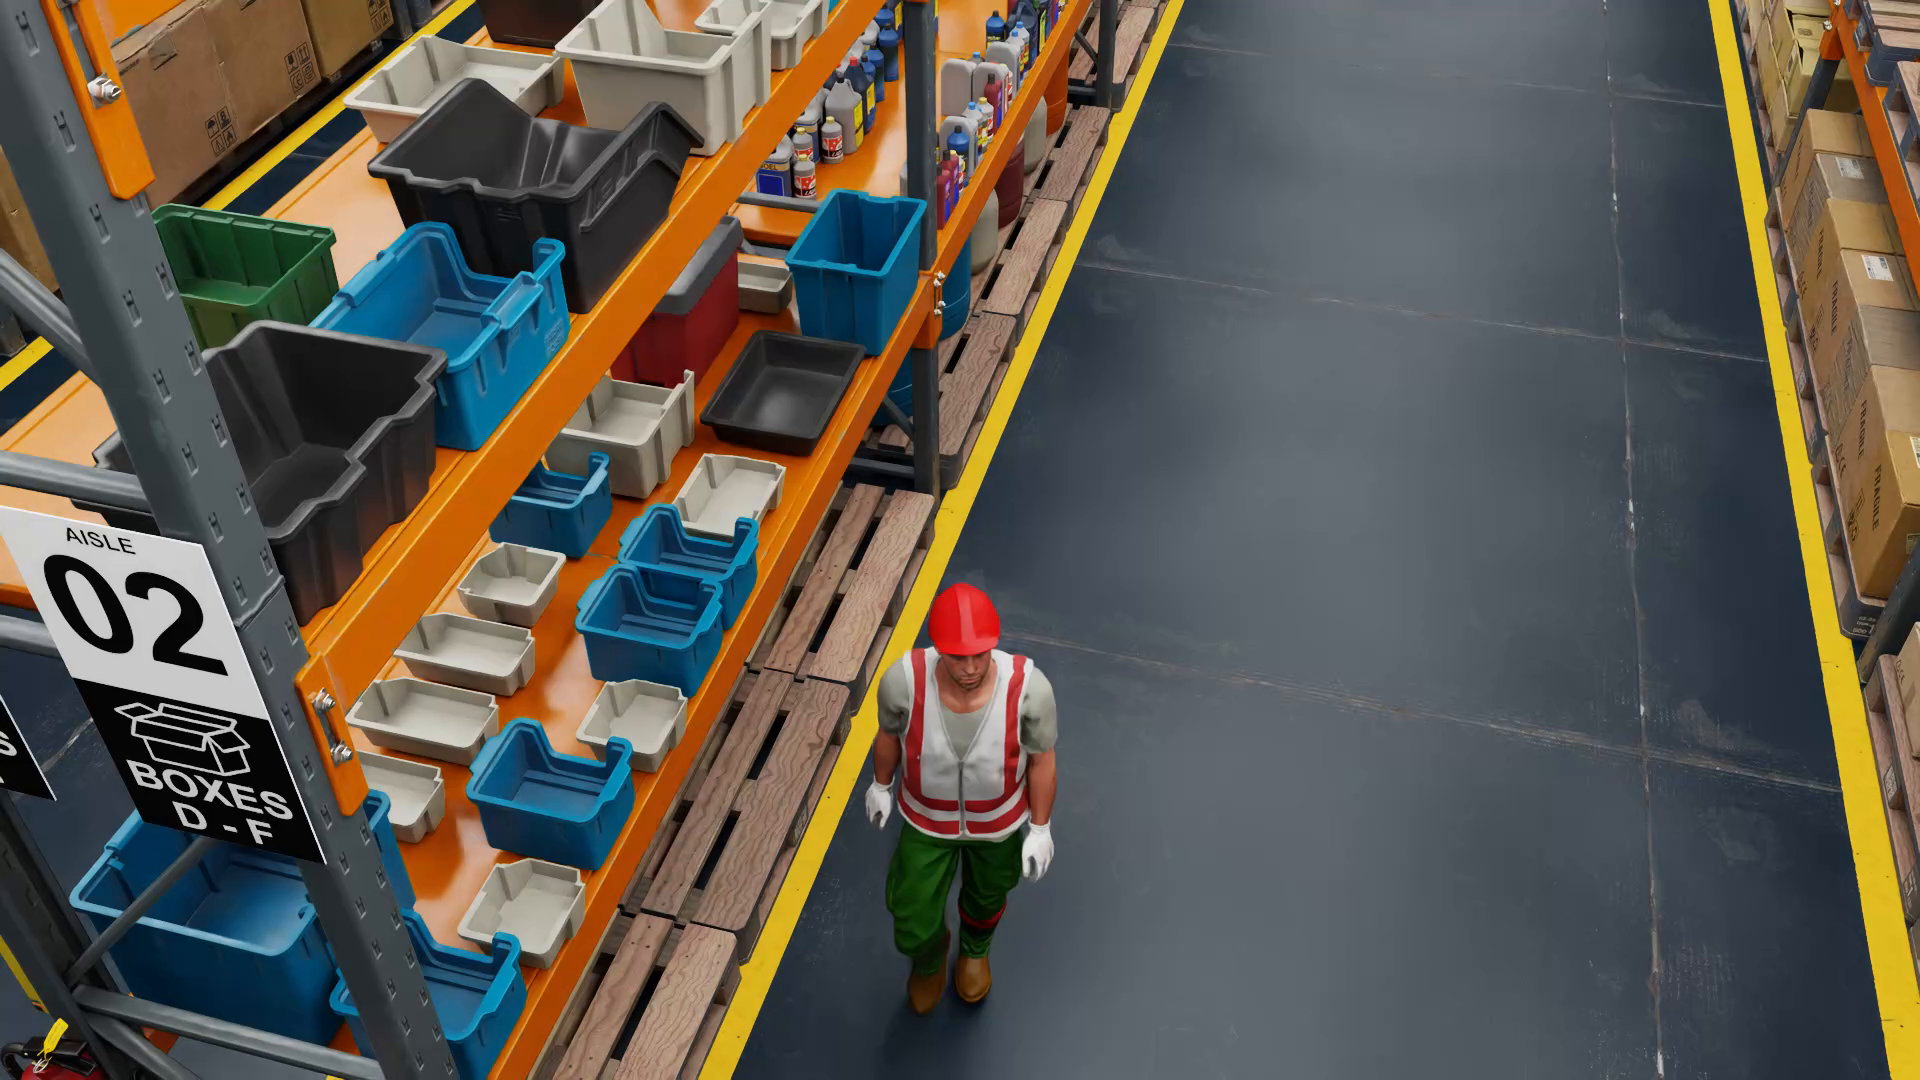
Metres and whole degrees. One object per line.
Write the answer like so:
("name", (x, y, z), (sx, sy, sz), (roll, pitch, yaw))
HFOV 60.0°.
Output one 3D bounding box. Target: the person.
("person", (-0.003, 0.875, 5.098), (0.591, 1.819, 0.480), (0, 41, 0))
